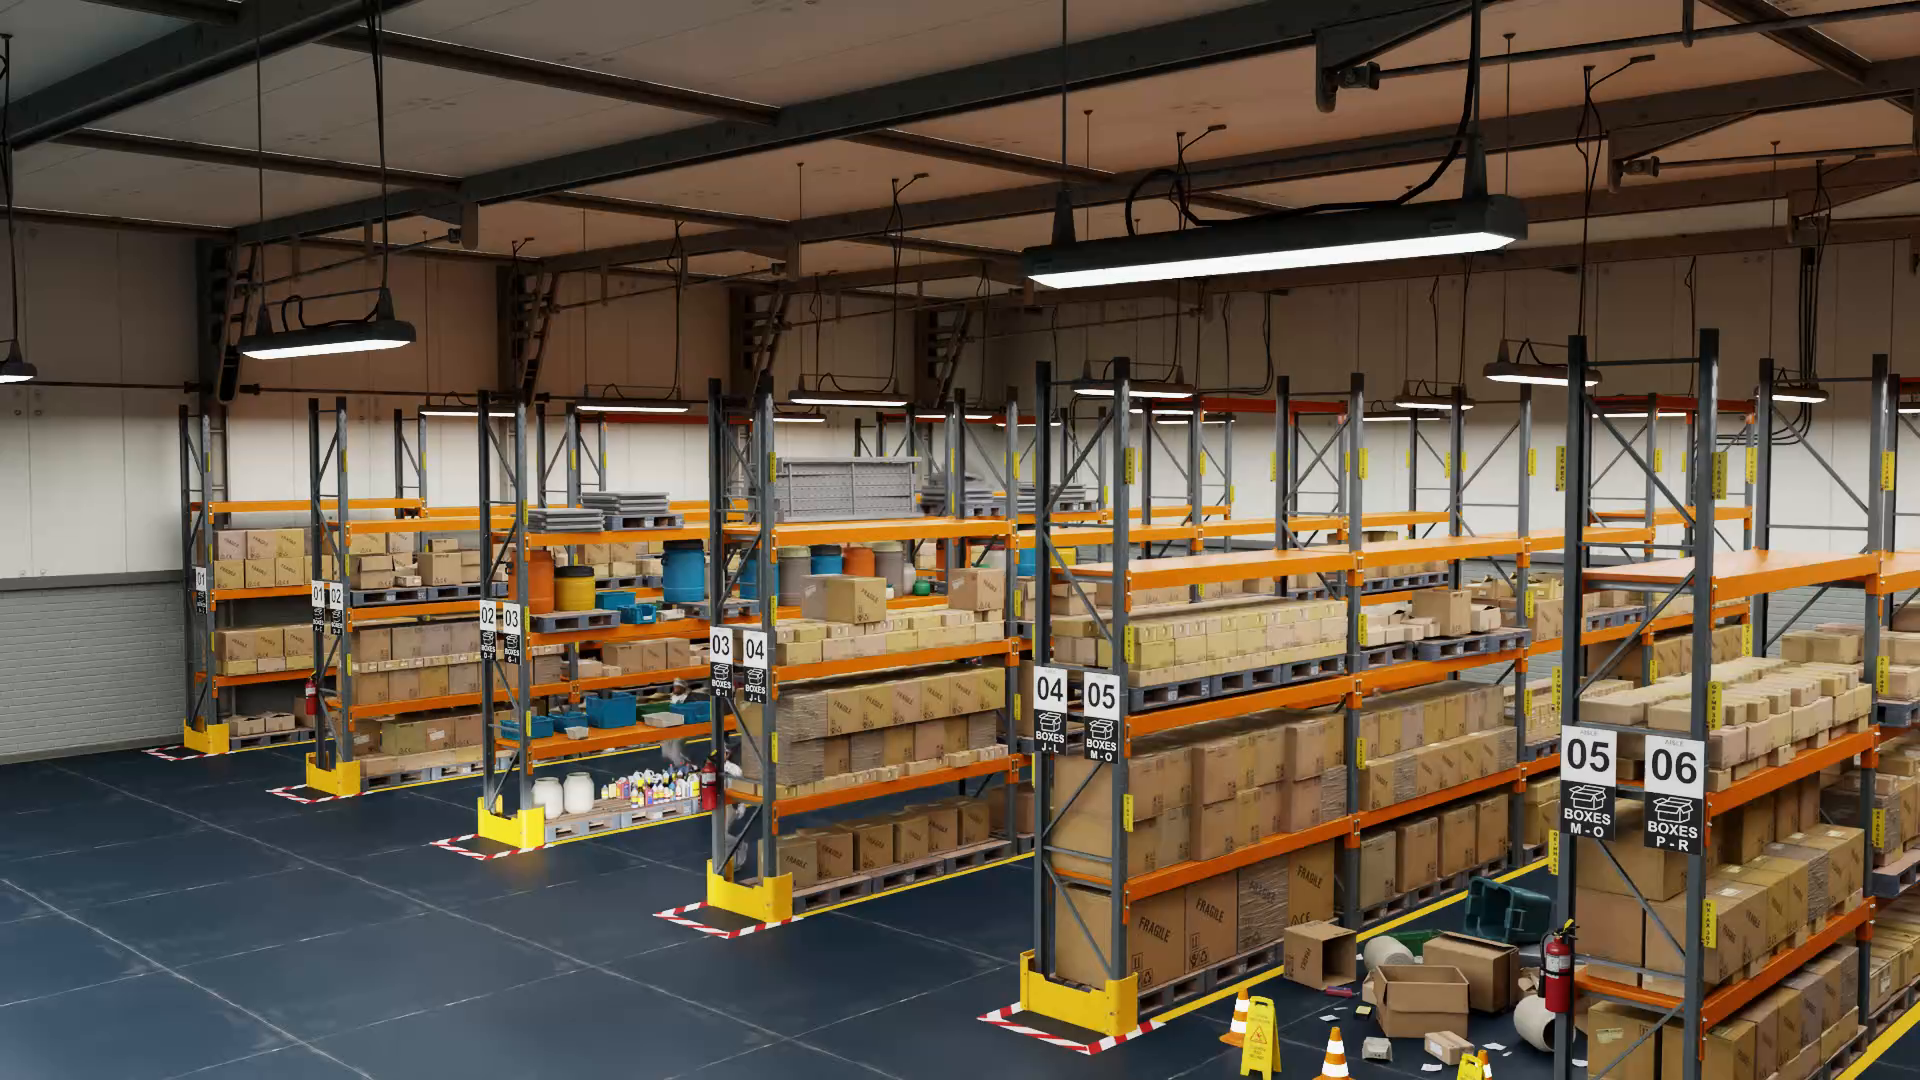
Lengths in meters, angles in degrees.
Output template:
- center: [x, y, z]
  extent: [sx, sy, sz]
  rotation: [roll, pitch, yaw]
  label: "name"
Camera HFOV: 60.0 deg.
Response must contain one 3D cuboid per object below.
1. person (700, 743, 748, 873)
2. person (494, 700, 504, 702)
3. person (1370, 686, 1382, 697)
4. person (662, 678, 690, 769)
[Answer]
- center: [-2.901, 3.273, 20.330]
  extent: [0.635, 1.643, 0.512]
  rotation: [3, 4, 44]
  label: "person"
- center: [-8.140, 2.800, 29.355]
  extent: [0.551, 1.637, 0.558]
  rotation: [3, 4, 44]
  label: "person"
- center: [6.246, 3.009, 25.033]
  extent: [0.583, 1.633, 0.924]
  rotation: [2, 4, 36]
  label: "person"
- center: [-4.401, 2.969, 25.969]
  extent: [0.572, 1.652, 0.576]
  rotation: [3, 4, 43]
  label: "person"
